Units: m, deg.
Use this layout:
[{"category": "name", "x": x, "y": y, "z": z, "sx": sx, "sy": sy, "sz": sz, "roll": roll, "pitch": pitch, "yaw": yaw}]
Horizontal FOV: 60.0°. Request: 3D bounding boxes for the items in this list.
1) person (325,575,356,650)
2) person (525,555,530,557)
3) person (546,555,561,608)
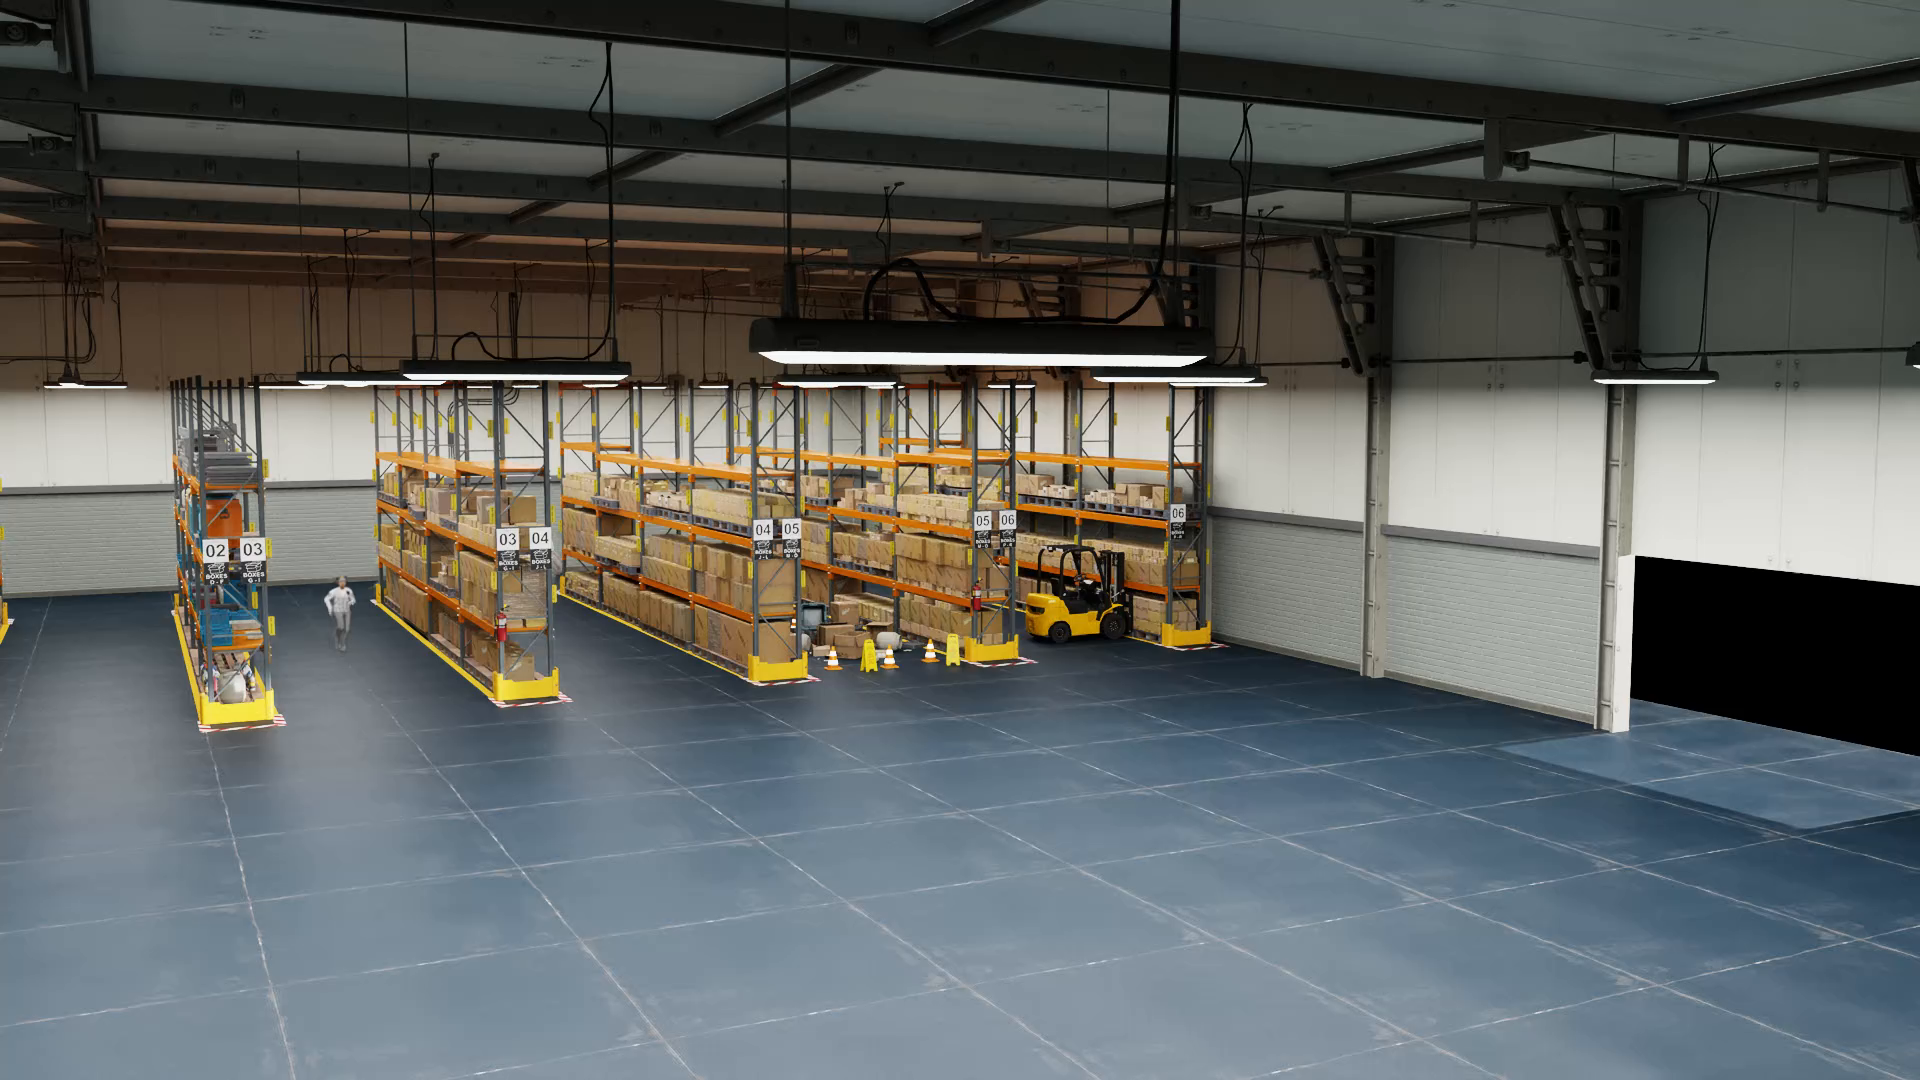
[{"category": "person", "x": -13.657, "y": 1.609, "z": 36.781, "sx": 0.593, "sy": 1.660, "sz": 0.608, "roll": -4, "pitch": 6, "yaw": -36}, {"category": "person", "x": -12.316, "y": 0.746, "z": 46.441, "sx": 0.716, "sy": 1.743, "sz": 0.826, "roll": -1, "pitch": 5, "yaw": -6}, {"category": "person", "x": -10.829, "y": 0.988, "z": 43.659, "sx": 0.683, "sy": 1.741, "sz": 0.655, "roll": -2, "pitch": 6, "yaw": -25}]
